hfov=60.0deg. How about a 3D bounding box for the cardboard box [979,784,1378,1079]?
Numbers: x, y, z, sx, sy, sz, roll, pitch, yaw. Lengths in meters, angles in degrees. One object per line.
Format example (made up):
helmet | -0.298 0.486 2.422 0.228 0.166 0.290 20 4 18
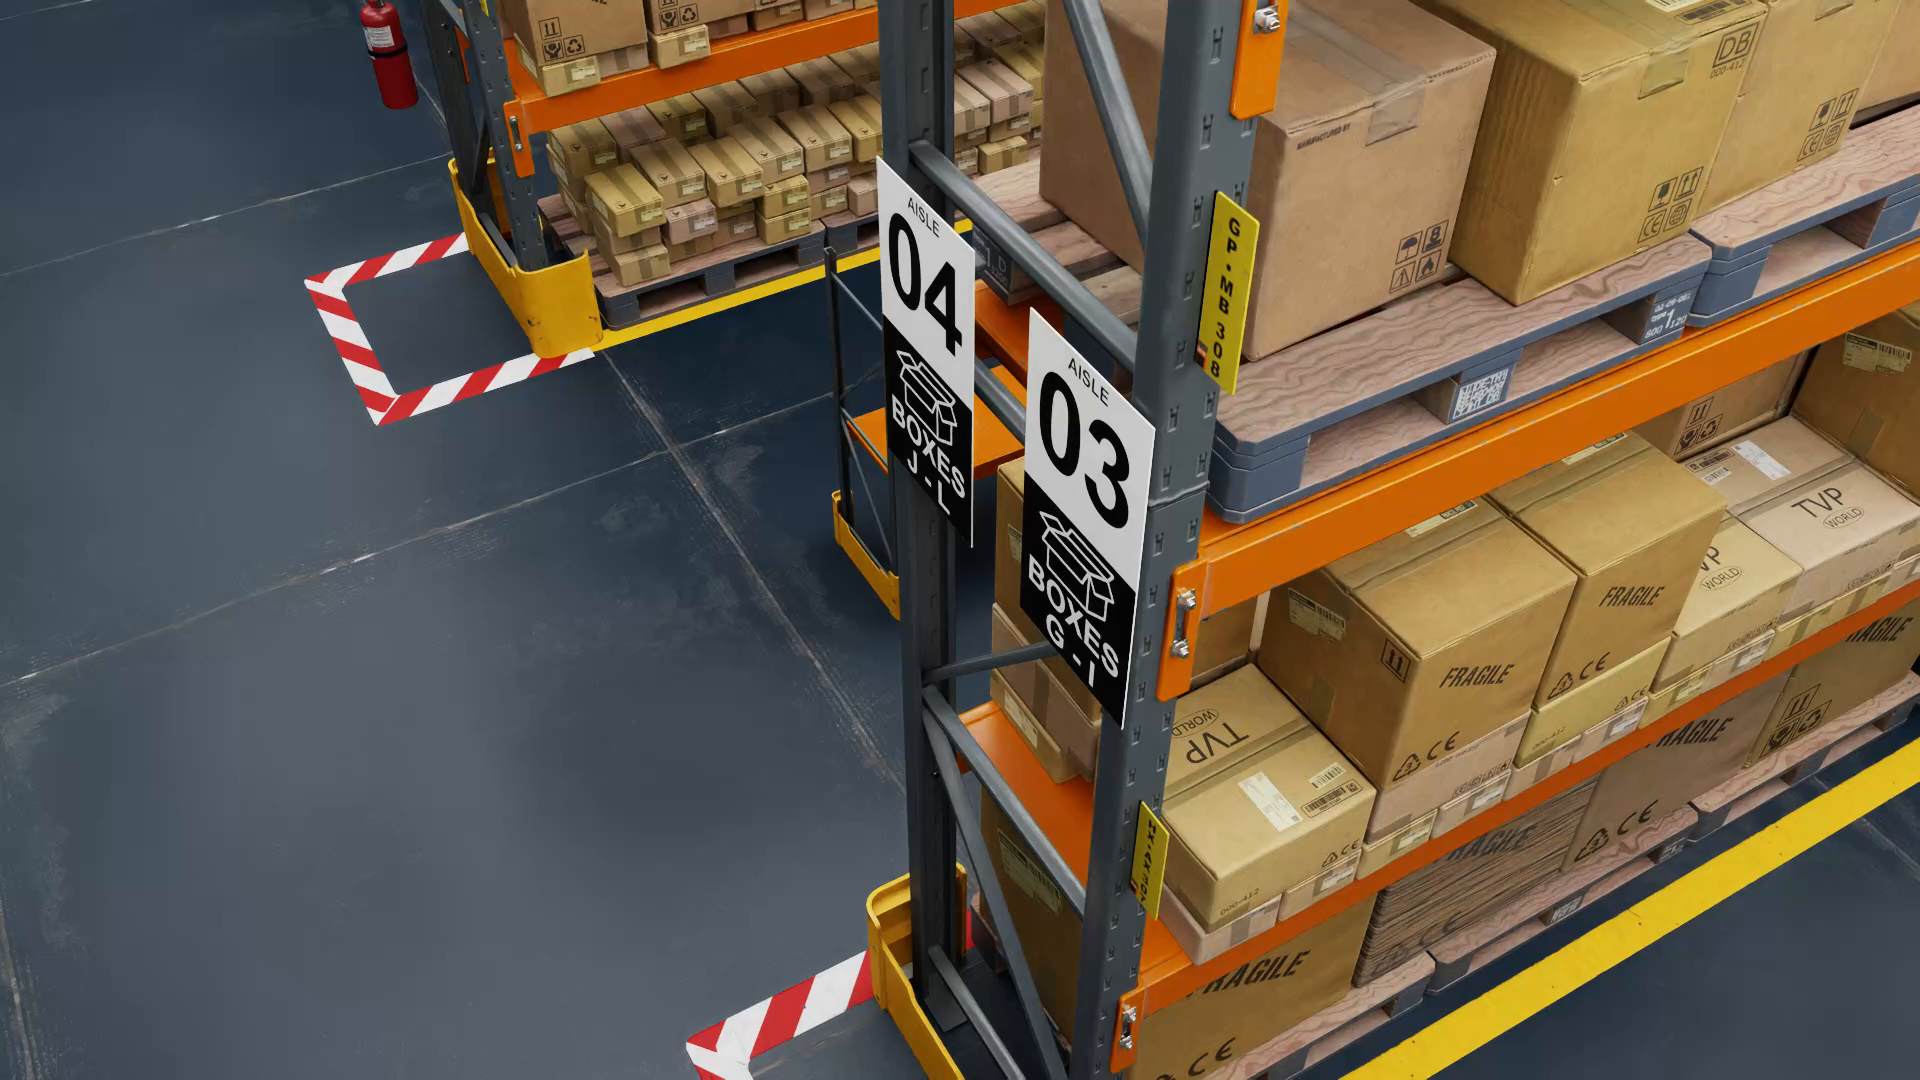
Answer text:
cardboard box | 0.656 1.046 5.172 0.875 0.875 0.875 -22 48 -21

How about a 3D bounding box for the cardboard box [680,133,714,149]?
cardboard box | -1.478 -2.097 8.718 0.250 0.149 0.380 -24 49 -23

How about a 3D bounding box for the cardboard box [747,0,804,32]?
cardboard box | -0.935 -2.576 7.860 0.250 0.149 0.380 -22 48 -21

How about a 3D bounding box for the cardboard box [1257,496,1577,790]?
cardboard box | 1.125 0.206 4.169 0.500 0.500 0.500 -23 49 -22

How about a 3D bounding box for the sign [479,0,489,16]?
sign | -1.972 -2.309 6.783 0.005 0.325 0.100 -22 48 -21

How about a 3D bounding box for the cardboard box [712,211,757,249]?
cardboard box | -1.231 -1.672 8.494 0.250 0.149 0.380 -21 48 -21

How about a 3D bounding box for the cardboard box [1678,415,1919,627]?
cardboard box | 2.467 -0.066 4.988 0.500 0.250 0.500 -21 48 -20

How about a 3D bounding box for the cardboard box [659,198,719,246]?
cardboard box | -1.395 -1.648 8.255 0.250 0.149 0.380 -22 48 -21

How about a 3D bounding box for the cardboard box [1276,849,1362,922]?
cardboard box | 0.834 0.781 4.401 0.250 0.149 0.380 -22 48 -22

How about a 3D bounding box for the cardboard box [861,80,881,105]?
cardboard box | -0.318 -2.257 8.669 0.250 0.149 0.380 -22 48 -21

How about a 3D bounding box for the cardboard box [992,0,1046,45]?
cardboard box | 0.360 -2.883 9.314 0.250 0.149 0.380 -22 48 -21

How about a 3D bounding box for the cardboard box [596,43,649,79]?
cardboard box | -1.599 -2.263 7.538 0.250 0.149 0.380 -20 48 -20

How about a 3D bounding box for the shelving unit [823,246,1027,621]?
shelving unit | 0.066 -0.565 6.684 1.083 1.500 0.587 -22 48 -21

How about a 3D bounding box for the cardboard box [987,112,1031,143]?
cardboard box | 0.181 -2.314 8.941 0.250 0.149 0.380 -21 48 -20

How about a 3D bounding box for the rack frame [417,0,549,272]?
rack frame | -2.243 -2.326 7.422 0.127 3.000 1.000 -22 48 -21

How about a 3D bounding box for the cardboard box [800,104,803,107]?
cardboard box | -0.804 -2.362 8.991 0.250 0.149 0.380 -20 47 -19

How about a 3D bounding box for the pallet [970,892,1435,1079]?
pallet | 0.795 1.381 5.605 1.213 0.211 1.003 -22 48 -21

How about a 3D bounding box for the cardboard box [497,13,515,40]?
cardboard box | -2.101 -2.519 7.802 0.250 0.149 0.380 -22 48 -21

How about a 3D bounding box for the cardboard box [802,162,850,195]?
cardboard box | -0.768 -1.959 8.576 0.250 0.149 0.380 -24 49 -23

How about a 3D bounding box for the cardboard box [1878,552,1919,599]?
cardboard box | 2.839 -0.022 5.228 0.250 0.149 0.380 -21 48 -20

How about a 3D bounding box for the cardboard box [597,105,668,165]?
cardboard box | -1.664 -2.056 8.462 0.250 0.149 0.380 -21 48 -20

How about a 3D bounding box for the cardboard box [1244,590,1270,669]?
cardboard box | 0.869 0.148 4.767 0.500 0.250 0.500 -23 49 -22

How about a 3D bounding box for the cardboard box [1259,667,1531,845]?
cardboard box | 1.139 0.464 4.442 0.500 0.250 0.500 -22 48 -21

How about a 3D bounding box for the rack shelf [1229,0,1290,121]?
rack shelf | 1.875 -1.740 3.315 4.000 0.370 1.077 -22 48 -21

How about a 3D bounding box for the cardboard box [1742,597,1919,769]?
cardboard box | 2.997 0.109 6.137 0.875 0.875 0.875 -22 48 -21

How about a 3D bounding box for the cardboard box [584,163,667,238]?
cardboard box | -1.619 -1.643 8.037 0.250 0.149 0.380 -24 49 -23

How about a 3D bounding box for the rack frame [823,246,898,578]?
rack frame | -0.367 -0.391 6.506 0.032 1.500 0.500 -22 48 -21

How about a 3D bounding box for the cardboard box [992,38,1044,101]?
cardboard box | 0.369 -2.528 8.948 0.250 0.149 0.380 -20 48 -20

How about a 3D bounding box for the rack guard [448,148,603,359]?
rack guard | -2.177 -1.455 8.320 0.348 0.500 1.175 -22 48 -21

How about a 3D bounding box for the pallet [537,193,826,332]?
pallet | -1.455 -1.612 8.689 1.213 0.211 1.003 -22 48 -21

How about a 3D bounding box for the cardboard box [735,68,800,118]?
cardboard box | -1.041 -2.401 8.818 0.250 0.149 0.380 -20 48 -20

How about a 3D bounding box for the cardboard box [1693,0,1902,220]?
cardboard box | 1.537 -1.138 3.599 0.500 0.500 0.700 -25 49 -24

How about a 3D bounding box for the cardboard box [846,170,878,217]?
cardboard box | -0.522 -1.875 8.703 0.250 0.149 0.380 -24 49 -23

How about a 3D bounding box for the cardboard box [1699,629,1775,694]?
cardboard box | 2.172 0.244 4.954 0.250 0.149 0.380 -21 48 -20

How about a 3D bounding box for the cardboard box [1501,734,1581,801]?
cardboard box | 1.503 0.513 4.677 0.250 0.149 0.380 -23 49 -22

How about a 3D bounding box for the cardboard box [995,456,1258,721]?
cardboard box | 0.432 0.055 4.325 0.500 0.500 0.500 -21 48 -20

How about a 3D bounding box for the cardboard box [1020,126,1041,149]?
cardboard box | 0.302 -2.311 9.152 0.250 0.149 0.380 -23 49 -22

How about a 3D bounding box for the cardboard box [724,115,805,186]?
cardboard box | -0.984 -1.958 8.361 0.250 0.149 0.380 -24 49 -23

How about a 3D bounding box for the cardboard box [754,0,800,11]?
cardboard box | -0.834 -2.821 7.647 0.500 0.500 0.500 -21 48 -20

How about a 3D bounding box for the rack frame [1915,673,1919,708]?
rack frame | 3.609 -0.683 5.730 0.127 3.000 1.000 -22 48 -21

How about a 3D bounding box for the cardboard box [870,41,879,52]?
cardboard box | -0.311 -2.595 9.018 0.250 0.149 0.380 -24 49 -23

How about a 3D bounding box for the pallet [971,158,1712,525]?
pallet | 0.778 -0.604 3.557 1.213 0.211 1.003 -22 48 -21
